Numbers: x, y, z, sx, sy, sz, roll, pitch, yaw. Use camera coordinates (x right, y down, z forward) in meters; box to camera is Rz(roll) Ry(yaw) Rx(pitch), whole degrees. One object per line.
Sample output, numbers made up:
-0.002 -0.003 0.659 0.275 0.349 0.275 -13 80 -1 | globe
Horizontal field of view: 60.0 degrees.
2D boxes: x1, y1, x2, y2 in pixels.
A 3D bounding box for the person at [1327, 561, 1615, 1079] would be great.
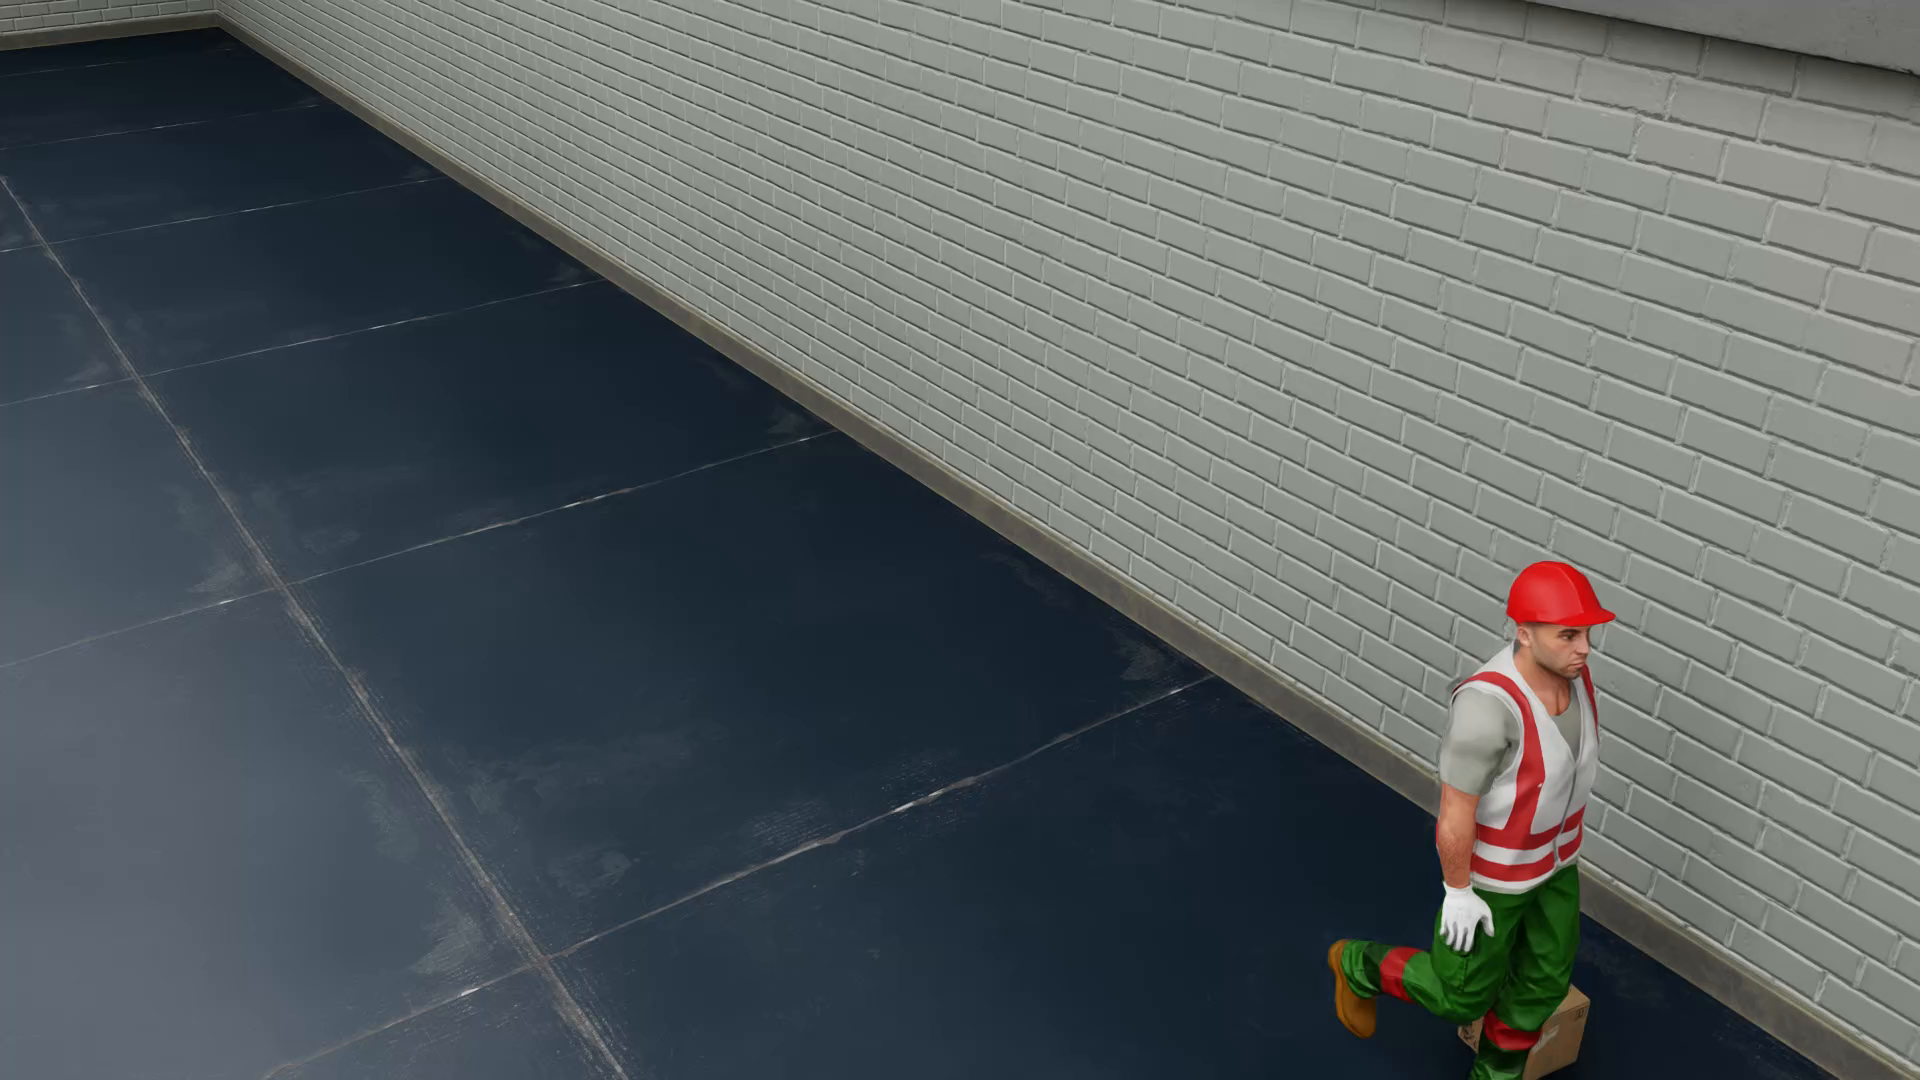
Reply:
1.428 0.830 4.527 0.552 1.769 0.759 -19 34 -31 | person
